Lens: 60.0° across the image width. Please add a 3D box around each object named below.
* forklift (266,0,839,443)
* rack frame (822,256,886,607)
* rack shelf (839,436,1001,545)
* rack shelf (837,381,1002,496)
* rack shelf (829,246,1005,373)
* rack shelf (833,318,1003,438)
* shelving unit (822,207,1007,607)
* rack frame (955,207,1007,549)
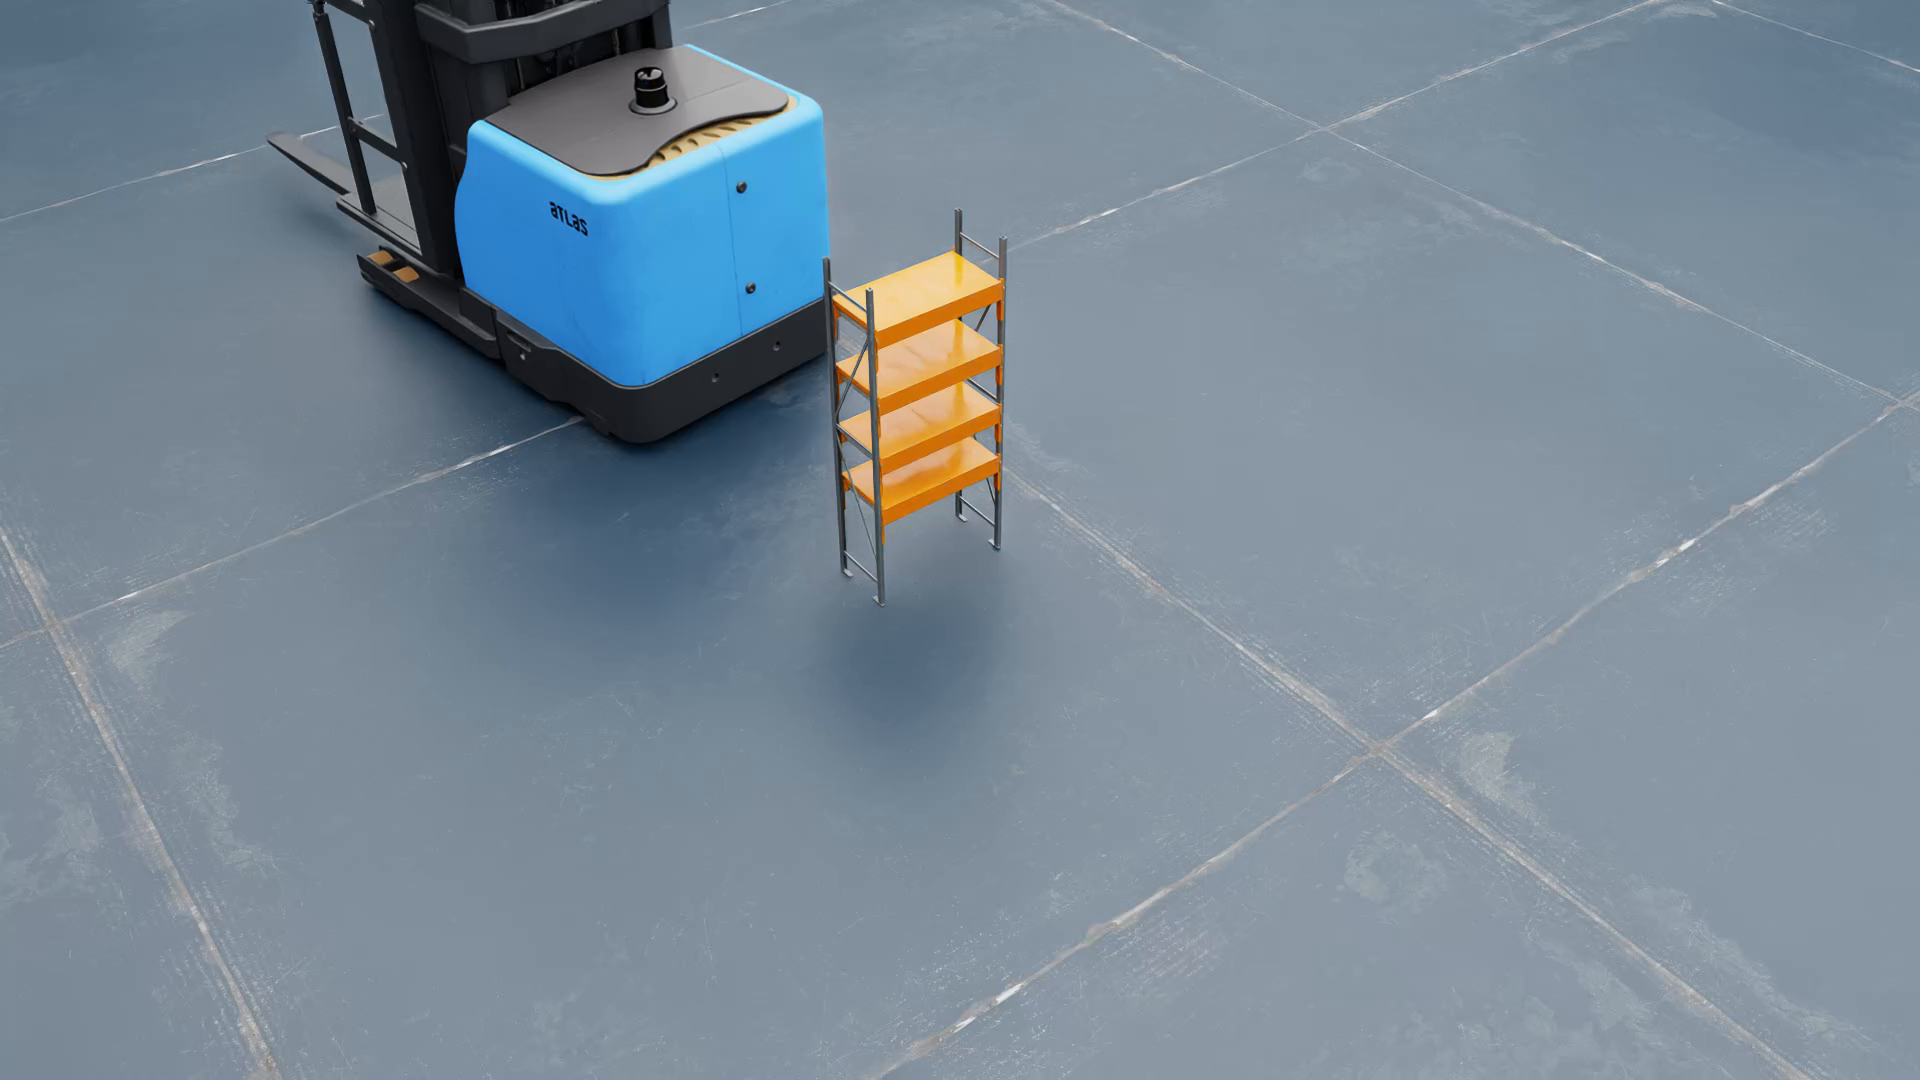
[{"bbox_3d":[-1.887,-2.310,6.256,3.031,2.935,1.130,32,49,33],"label":"forklift"},{"bbox_3d":[-0.325,-0.306,5.177,0.015,1.200,0.240,-26,46,-28],"label":"rack frame"},{"bbox_3d":[-0.131,-0.194,5.460,0.480,0.148,0.258,-26,46,-28],"label":"rack shelf"},{"bbox_3d":[-0.131,-0.348,5.334,0.480,0.148,0.258,-26,46,-28],"label":"rack shelf"},{"bbox_3d":[-0.131,-0.704,5.042,0.480,0.148,0.258,-26,46,-28],"label":"rack shelf"},{"bbox_3d":[-0.131,-0.521,5.192,0.480,0.148,0.258,-26,46,-28],"label":"rack shelf"},{"bbox_3d":[-0.131,-0.400,5.291,0.503,1.200,0.258,-26,46,-28],"label":"shelving unit"},{"bbox_3d":[0.062,-0.494,5.406,0.015,1.200,0.240,-26,46,-28],"label":"rack frame"}]
